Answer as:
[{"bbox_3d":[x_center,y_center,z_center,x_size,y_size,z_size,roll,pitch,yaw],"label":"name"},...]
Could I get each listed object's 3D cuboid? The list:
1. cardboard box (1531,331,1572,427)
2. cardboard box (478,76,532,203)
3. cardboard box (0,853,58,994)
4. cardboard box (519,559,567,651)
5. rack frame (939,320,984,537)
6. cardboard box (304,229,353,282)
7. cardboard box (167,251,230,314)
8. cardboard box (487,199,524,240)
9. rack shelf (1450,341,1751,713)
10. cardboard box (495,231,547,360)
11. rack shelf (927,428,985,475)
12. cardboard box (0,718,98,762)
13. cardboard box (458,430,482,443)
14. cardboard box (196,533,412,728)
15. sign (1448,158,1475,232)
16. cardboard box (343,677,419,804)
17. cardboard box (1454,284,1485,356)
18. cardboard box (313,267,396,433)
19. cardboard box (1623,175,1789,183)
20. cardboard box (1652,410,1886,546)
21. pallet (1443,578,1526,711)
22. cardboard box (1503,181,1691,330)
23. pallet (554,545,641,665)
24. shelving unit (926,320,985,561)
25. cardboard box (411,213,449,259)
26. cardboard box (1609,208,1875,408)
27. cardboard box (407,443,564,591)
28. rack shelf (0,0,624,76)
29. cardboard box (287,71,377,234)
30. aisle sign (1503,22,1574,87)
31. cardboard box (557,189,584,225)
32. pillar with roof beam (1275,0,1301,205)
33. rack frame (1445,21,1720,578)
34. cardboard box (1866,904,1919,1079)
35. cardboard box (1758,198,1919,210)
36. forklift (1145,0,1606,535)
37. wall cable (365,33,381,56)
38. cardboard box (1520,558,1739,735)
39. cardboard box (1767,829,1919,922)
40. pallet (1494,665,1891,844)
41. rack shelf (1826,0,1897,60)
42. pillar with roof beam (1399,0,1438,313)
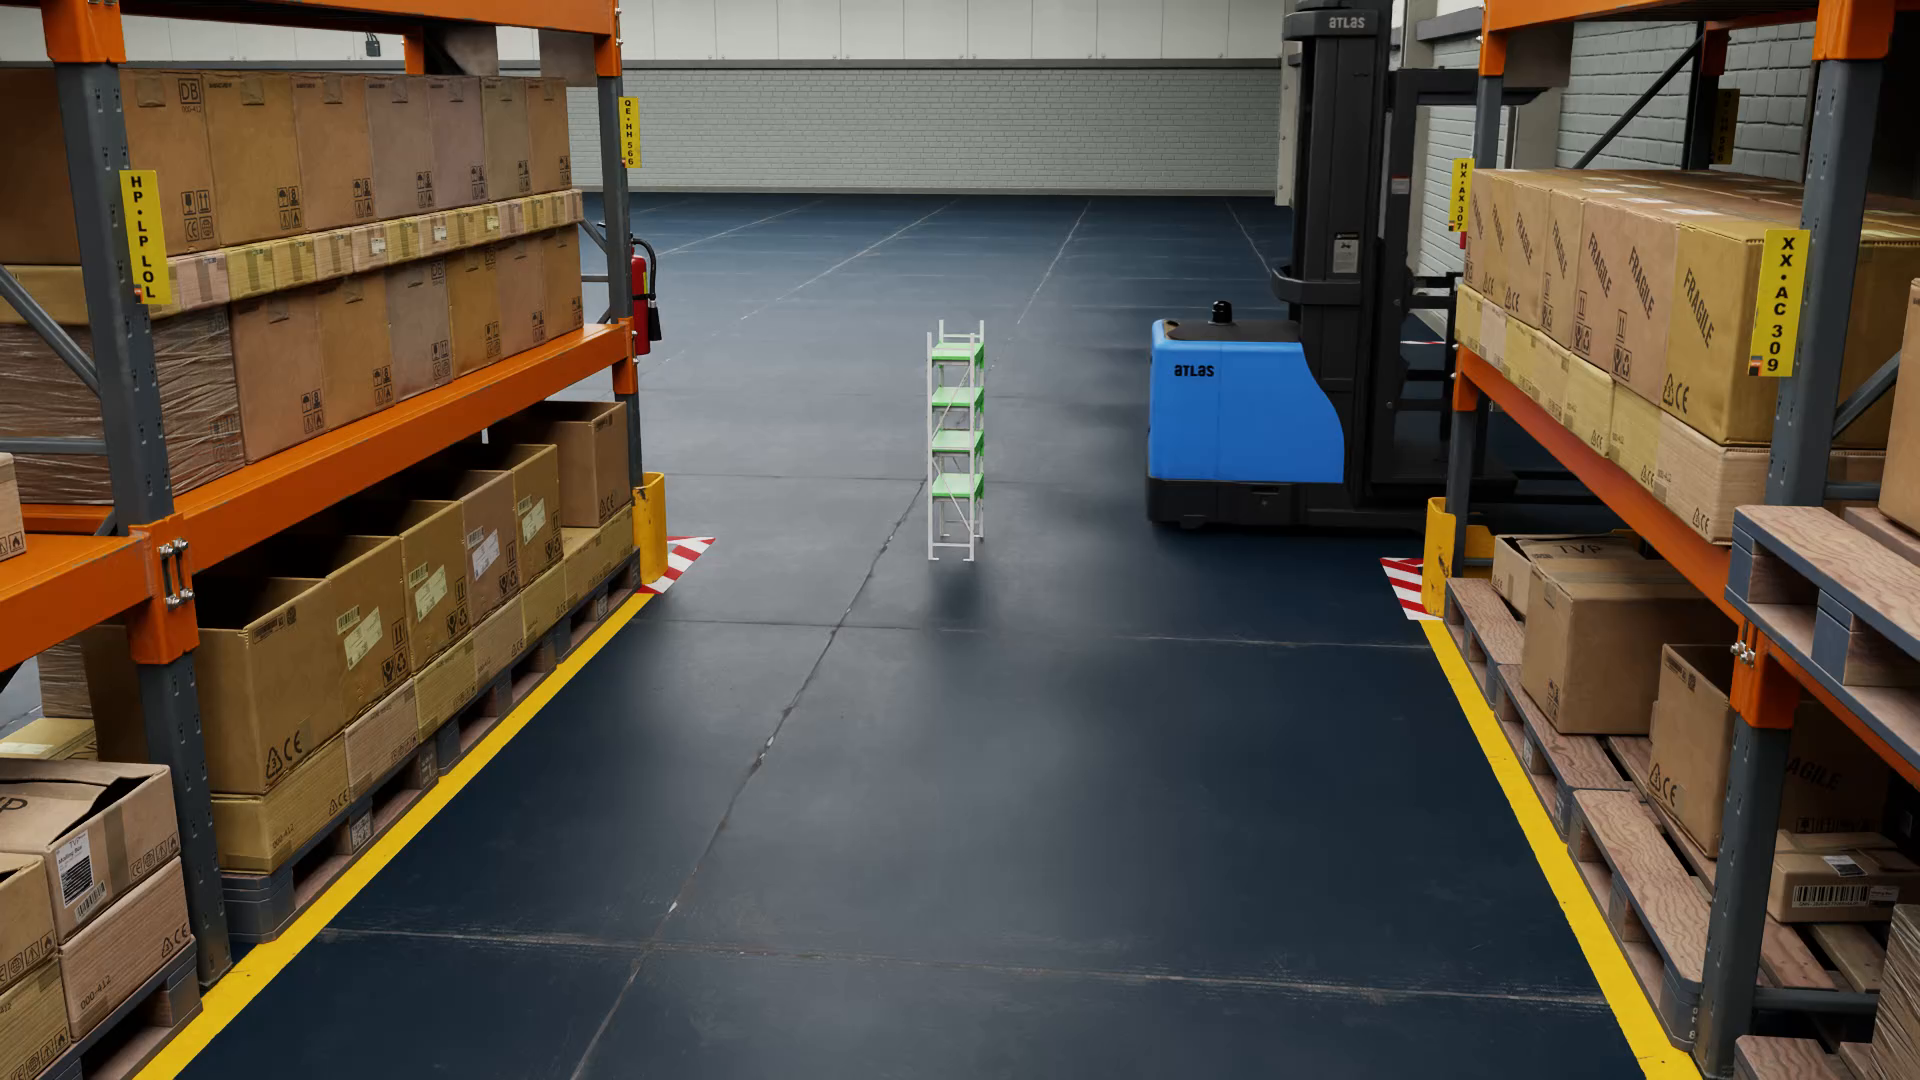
[{"bbox_3d":[2.281,-0.554,5.712,0.500,0.250,0.500,2,15,7],"label":"cardboard box"},{"bbox_3d":[-2.229,-1.680,6.952,0.700,0.500,0.500,1,15,5],"label":"cardboard box"},{"bbox_3d":[-2.369,0.863,3.612,0.500,0.311,0.500,2,15,8],"label":"cardboard box"},{"bbox_3d":[-1.970,0.255,6.934,0.500,0.250,0.500,2,15,6],"label":"cardboard box"},{"bbox_3d":[0.009,-0.600,9.081,0.240,1.200,0.015,2,15,6],"label":"rack frame"},{"bbox_3d":[-2.219,-0.930,5.419,0.380,0.149,0.250,1,15,4],"label":"cardboard box"},{"bbox_3d":[-2.305,-0.730,4.680,0.380,0.149,0.250,2,15,7],"label":"cardboard box"},{"bbox_3d":[-2.045,-1.334,6.914,0.380,0.149,0.250,2,15,7],"label":"cardboard box"},{"bbox_3d":[2.593,-0.266,5.776,1.077,0.370,4.000,2,15,6],"label":"rack shelf"},{"bbox_3d":[-2.224,-1.068,7.173,0.700,0.500,0.500,2,15,8],"label":"cardboard box"},{"bbox_3d":[-0.019,-0.475,8.863,0.258,0.148,0.480,2,15,6],"label":"rack shelf"},{"bbox_3d":[-2.720,0.759,5.073,0.500,0.250,0.500,2,15,6],"label":"cardboard box"},{"bbox_3d":[-2.440,-0.252,7.373,0.500,0.500,0.500,2,15,6],"label":"cardboard box"},{"bbox_3d":[-2.144,0.282,5.398,0.500,0.500,0.500,2,15,6],"label":"cardboard box"},{"bbox_3d":[2.279,-1.566,7.547,0.100,0.325,0.005,2,15,6],"label":"sign"},{"bbox_3d":[-2.140,0.645,5.495,0.500,0.250,0.500,2,15,6],"label":"cardboard box"},{"bbox_3d":[2.448,-0.952,7.184,0.500,0.250,0.500,1,15,5],"label":"cardboard box"},{"bbox_3d":[-2.398,-0.670,5.701,0.700,0.500,0.500,2,15,7],"label":"cardboard box"},{"bbox_3d":[2.910,-1.172,6.563,0.500,0.500,0.500,2,15,7],"label":"cardboard box"},{"bbox_3d":[2.119,-0.163,4.269,0.500,0.250,0.500,2,15,6],"label":"cardboard box"},{"bbox_3d":[2.683,0.444,7.117,1.003,0.211,1.213,2,15,6],"label":"pallet"},{"bbox_3d":[2.336,-1.054,6.127,0.500,0.500,0.500,1,15,4],"label":"cardboard box"},{"bbox_3d":[-2.149,0.269,7.763,1.003,0.211,1.213,2,15,6],"label":"pallet"},{"bbox_3d":[-0.019,-0.536,8.847,0.258,1.200,0.503,2,15,6],"label":"shelving unit"},{"bbox_3d":[-2.131,-1.131,6.164,0.380,0.149,0.250,1,15,5],"label":"cardboard box"},{"bbox_3d":[2.164,-0.655,4.650,0.500,0.500,0.500,2,15,6],"label":"cardboard box"},{"bbox_3d":[-1.967,-0.106,6.836,0.500,0.500,0.500,2,15,6],"label":"cardboard box"},{"bbox_3d":[-2.330,-1.859,5.921,1.077,0.370,4.000,2,15,6],"label":"rack shelf"},{"bbox_3d":[-2.399,-1.290,5.509,0.700,0.500,0.500,2,15,6],"label":"cardboard box"},{"bbox_3d":[2.528,-2.414,7.363,0.394,0.787,0.004,2,15,6],"label":"aisle sign"},{"bbox_3d":[-1.958,-1.533,7.652,0.380,0.149,0.250,1,15,5],"label":"cardboard box"},{"bbox_3d":[2.706,-11.728,35.296,9.100,9.000,0.400,2,15,6],"label":"pillar with roof beam"},{"bbox_3d":[2.818,-1.132,7.601,1.000,3.000,0.127,2,15,6],"label":"rack frame"},{"bbox_3d":[2.300,1.091,3.325,0.700,0.500,0.500,2,15,8],"label":"cardboard box"},{"bbox_3d":[2.751,-0.772,5.085,0.500,0.500,0.500,2,15,8],"label":"cardboard box"},{"bbox_3d":[2.602,-1.549,9.275,3.031,2.935,1.130,1,15,5],"label":"forklift"},{"bbox_3d":[-13.237,-14.612,39.447,2.305,6.003,0.169,2,15,6],"label":"wall cable"},{"bbox_3d":[2.454,0.376,5.971,0.700,0.500,0.500,1,15,3],"label":"cardboard box"},{"bbox_3d":[2.398,0.921,4.593,0.380,0.166,0.250,0,15,-1],"label":"cardboard box"},{"bbox_3d":[2.543,0.759,5.950,1.003,0.211,1.213,2,15,6],"label":"pallet"},{"bbox_3d":[2.141,-0.676,1.548,1.077,0.370,4.000,2,15,6],"label":"rack shelf"},{"bbox_3d":[0.675,-7.060,18.031,9.100,9.000,0.400,2,15,6],"label":"pillar with roof beam"}]
